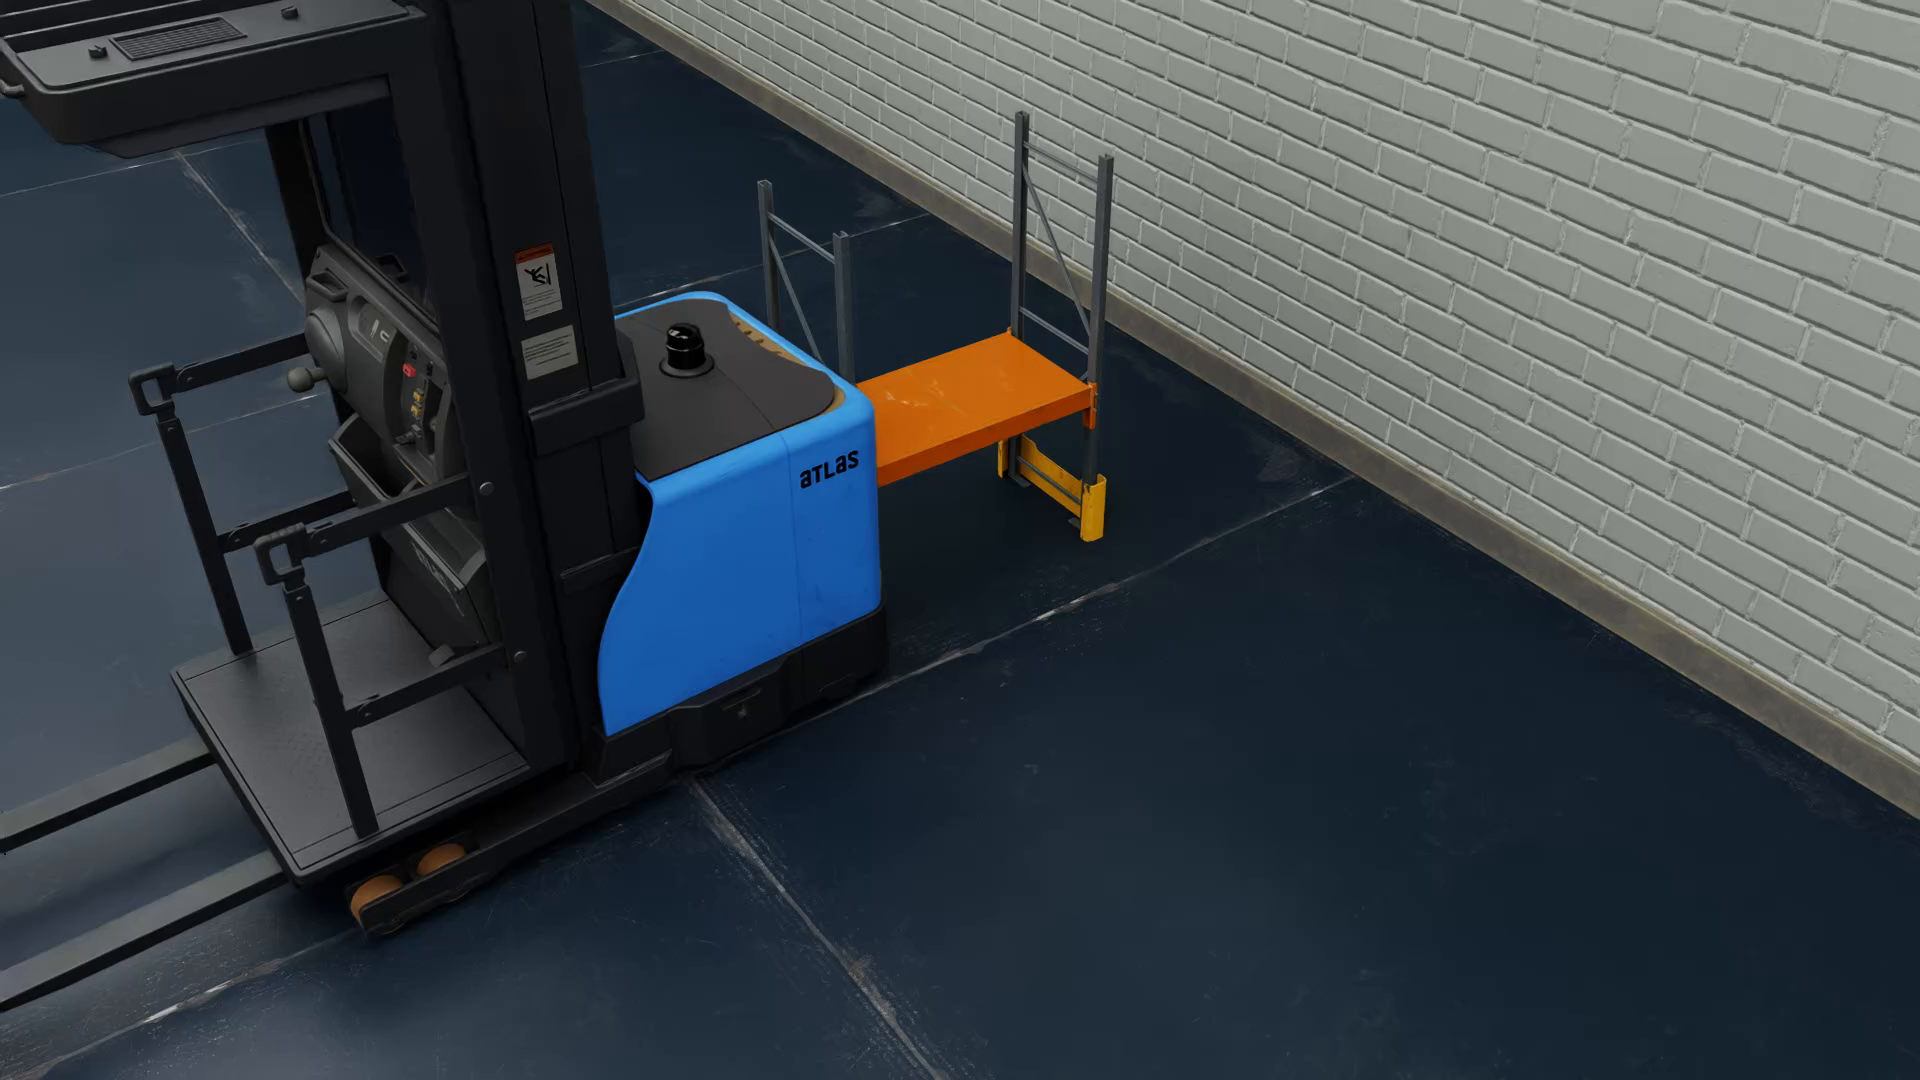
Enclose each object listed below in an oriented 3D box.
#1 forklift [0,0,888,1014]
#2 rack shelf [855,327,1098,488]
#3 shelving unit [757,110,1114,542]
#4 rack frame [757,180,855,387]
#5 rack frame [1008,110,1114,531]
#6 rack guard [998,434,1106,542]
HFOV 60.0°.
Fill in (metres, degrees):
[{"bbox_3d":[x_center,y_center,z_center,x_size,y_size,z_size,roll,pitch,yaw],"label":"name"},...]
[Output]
[{"bbox_3d":[-1.713,-0.426,4.332,3.031,2.935,1.130,-25,42,-30],"label":"forklift"},{"bbox_3d":[-0.070,-0.434,5.877,1.000,0.185,0.538,-22,41,-28],"label":"rack shelf"},{"bbox_3d":[-0.062,-0.583,5.776,1.083,1.500,0.587,-22,41,-28],"label":"shelving unit"},{"bbox_3d":[-0.485,-0.409,5.534,0.032,1.500,0.500,-22,41,-28],"label":"rack frame"},{"bbox_3d":[0.346,-0.751,6.010,0.032,1.500,0.500,-22,41,-28],"label":"rack frame"},{"bbox_3d":[0.345,-0.243,6.374,0.087,0.250,0.587,-22,41,-28],"label":"rack guard"}]
